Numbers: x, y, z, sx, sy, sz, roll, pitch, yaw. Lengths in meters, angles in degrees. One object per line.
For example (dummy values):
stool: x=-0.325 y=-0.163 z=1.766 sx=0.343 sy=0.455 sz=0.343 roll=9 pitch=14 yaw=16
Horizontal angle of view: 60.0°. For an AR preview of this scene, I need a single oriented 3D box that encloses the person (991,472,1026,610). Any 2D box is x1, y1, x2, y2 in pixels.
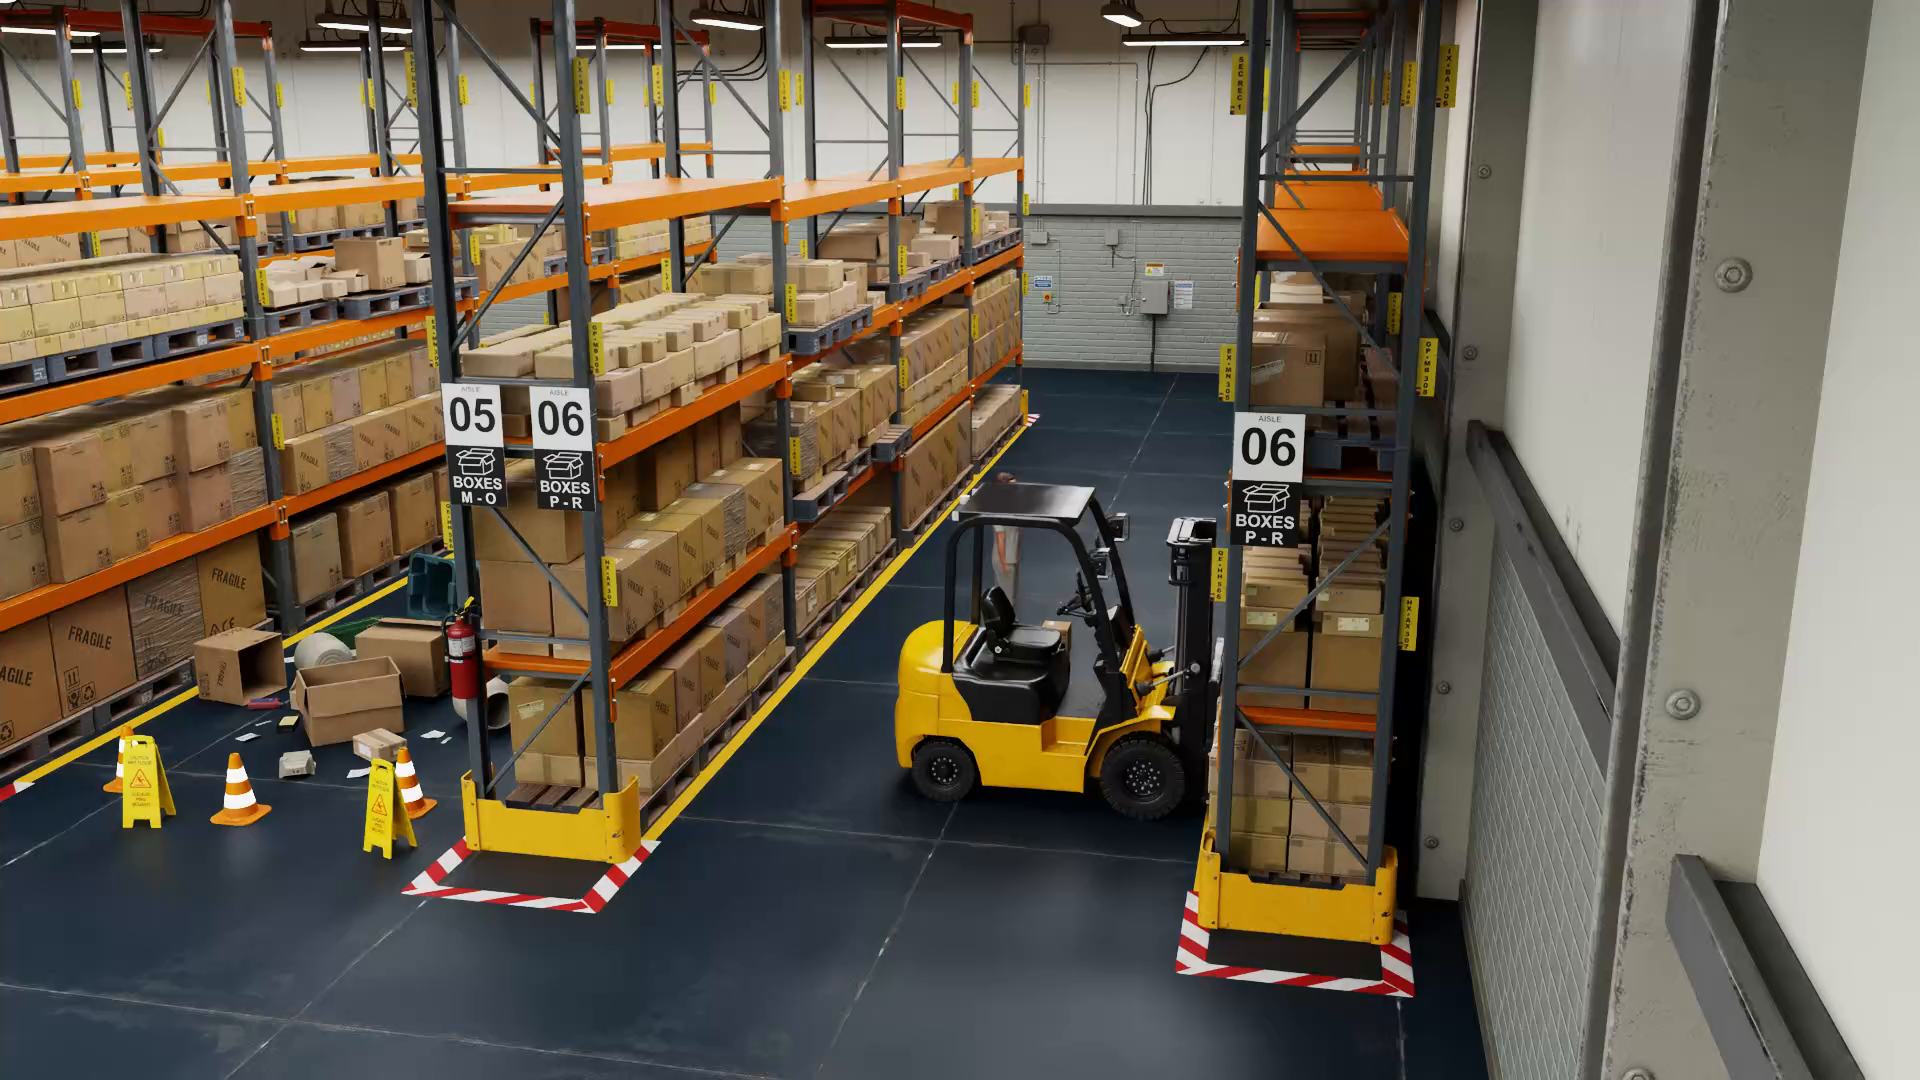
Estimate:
person: x=0.414 y=0.203 z=15.288 sx=0.362 sy=1.683 sz=0.436 roll=3 pitch=15 yaw=12
